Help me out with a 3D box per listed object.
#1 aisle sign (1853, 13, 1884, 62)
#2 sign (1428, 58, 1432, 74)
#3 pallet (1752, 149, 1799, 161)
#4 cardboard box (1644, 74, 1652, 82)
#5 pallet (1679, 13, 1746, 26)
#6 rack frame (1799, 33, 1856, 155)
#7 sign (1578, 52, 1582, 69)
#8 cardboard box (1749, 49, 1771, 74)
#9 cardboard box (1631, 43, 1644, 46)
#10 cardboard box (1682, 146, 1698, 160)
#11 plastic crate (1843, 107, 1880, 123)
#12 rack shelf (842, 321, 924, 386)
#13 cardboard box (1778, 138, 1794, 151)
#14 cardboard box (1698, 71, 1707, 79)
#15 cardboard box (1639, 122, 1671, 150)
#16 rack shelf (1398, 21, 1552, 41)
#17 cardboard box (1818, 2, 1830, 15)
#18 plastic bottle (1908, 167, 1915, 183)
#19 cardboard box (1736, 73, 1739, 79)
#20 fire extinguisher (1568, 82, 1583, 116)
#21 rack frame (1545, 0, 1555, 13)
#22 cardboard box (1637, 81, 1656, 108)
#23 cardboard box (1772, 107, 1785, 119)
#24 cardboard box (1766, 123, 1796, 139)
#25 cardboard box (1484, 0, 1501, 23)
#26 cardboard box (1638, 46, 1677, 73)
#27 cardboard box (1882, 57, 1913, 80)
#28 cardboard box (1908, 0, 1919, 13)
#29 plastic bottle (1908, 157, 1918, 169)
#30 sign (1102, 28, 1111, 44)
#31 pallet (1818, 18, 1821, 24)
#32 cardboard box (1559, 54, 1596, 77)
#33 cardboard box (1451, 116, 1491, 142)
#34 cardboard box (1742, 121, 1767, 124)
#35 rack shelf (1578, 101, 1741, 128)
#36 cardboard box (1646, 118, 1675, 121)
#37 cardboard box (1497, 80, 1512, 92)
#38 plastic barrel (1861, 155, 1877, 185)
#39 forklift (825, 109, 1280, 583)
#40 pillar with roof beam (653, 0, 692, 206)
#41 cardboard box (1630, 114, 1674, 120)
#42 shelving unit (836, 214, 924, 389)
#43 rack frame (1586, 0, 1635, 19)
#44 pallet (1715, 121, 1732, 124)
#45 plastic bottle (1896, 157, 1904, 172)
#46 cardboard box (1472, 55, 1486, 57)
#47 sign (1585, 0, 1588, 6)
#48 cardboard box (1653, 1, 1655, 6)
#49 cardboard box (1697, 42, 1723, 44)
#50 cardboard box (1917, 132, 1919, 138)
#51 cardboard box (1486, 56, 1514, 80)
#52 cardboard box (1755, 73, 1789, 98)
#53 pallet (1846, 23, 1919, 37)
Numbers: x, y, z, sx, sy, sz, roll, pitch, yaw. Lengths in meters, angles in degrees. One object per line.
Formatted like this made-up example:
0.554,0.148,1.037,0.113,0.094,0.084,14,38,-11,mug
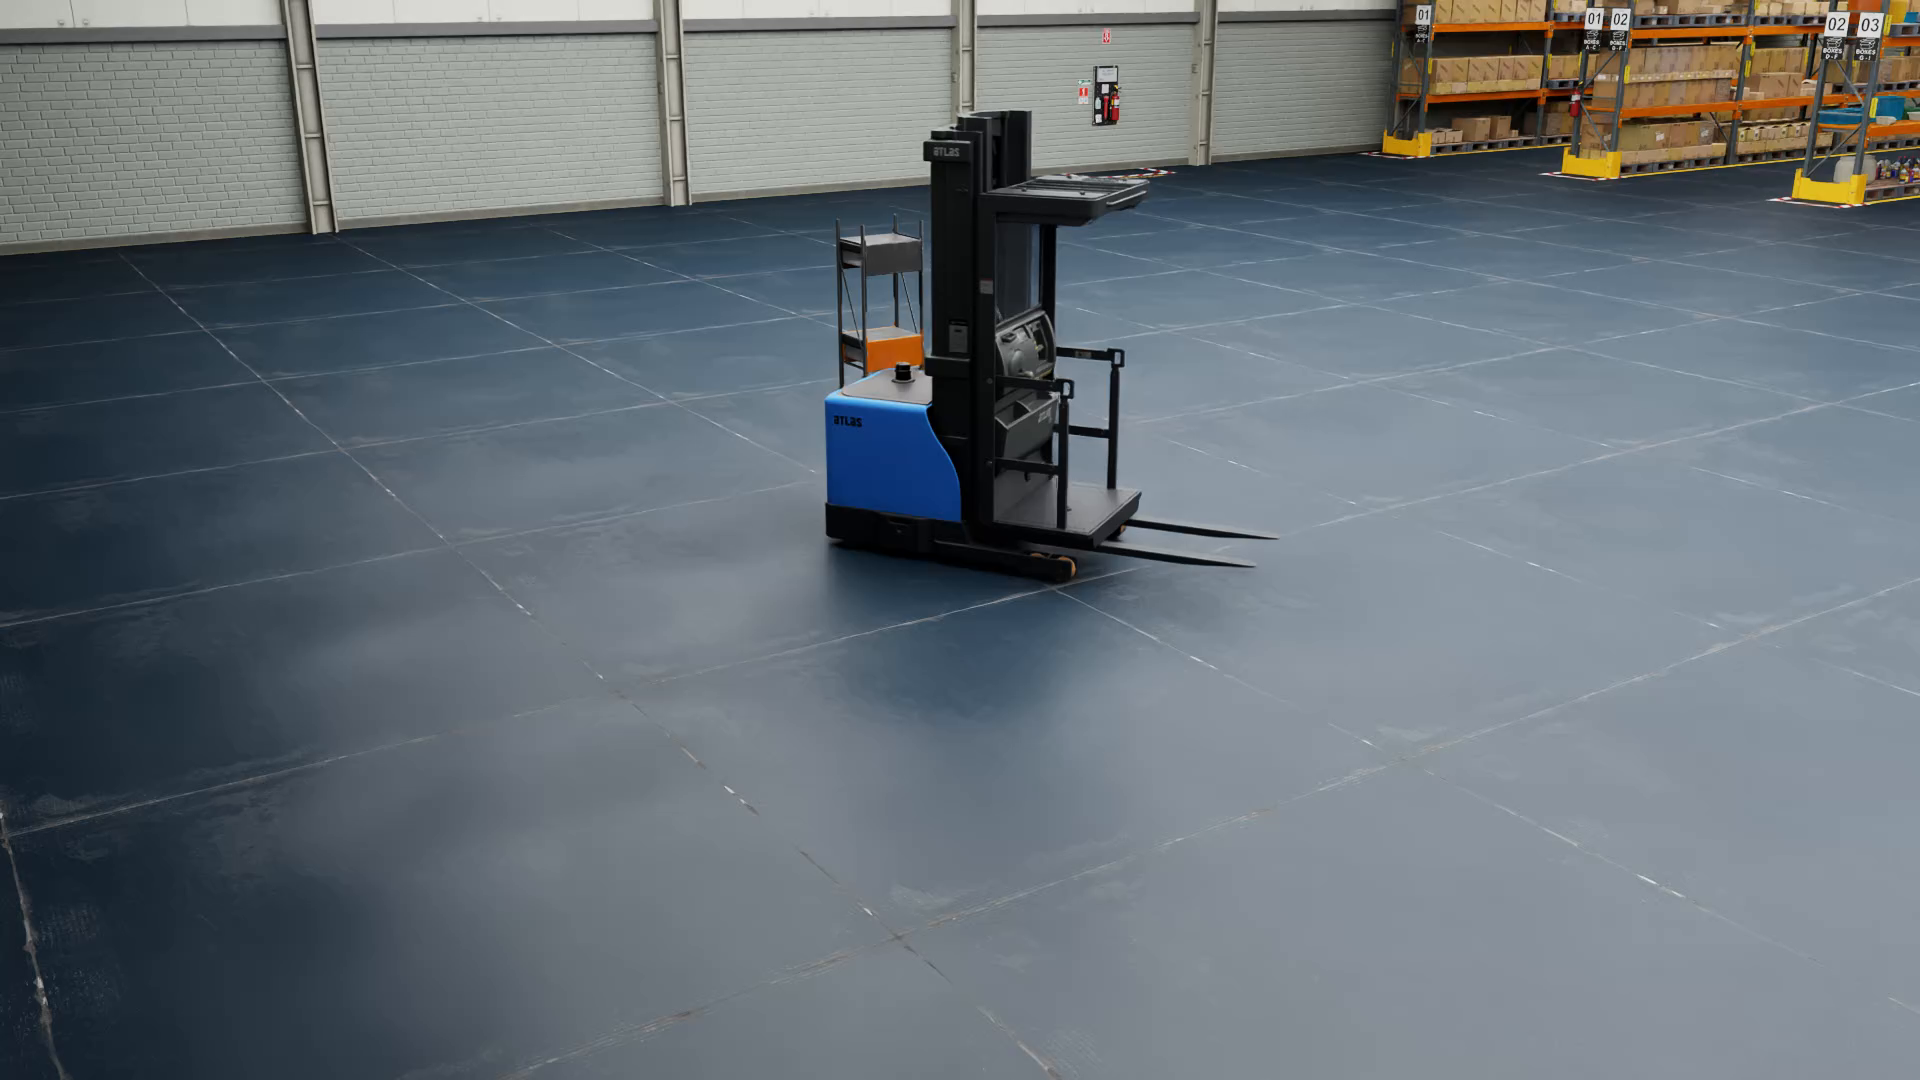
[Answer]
15.537,-8.600,28.441,0.004,0.787,0.394,-12,22,-31,aisle sign
10.286,-10.375,36.398,0.005,0.325,0.100,-12,22,-31,sign
17.670,-8.525,36.633,1.213,0.211,1.003,-12,22,-31,pallet
13.589,-9.242,33.231,0.250,0.149,0.380,-12,22,-31,cardboard box
15.358,-10.712,34.201,1.213,0.211,1.003,-12,22,-31,pallet
19.397,-10.195,37.216,0.127,3.000,1.000,-12,22,-31,rack frame
12.428,-9.594,33.261,0.005,0.325,0.100,-12,22,-31,sign
20.472,-12.457,43.439,0.700,0.700,0.980,-12,22,-31,cardboard box
16.905,-12.221,41.388,0.500,0.250,0.500,-11,22,-30,cardboard box
14.956,-8.069,34.566,0.500,0.250,0.500,-12,22,-31,cardboard box
16.235,-7.670,29.982,0.408,0.251,0.499,-12,22,-31,plastic crate
-0.585,-1.317,12.404,0.480,0.518,0.431,-12,22,-31,rack shelf
17.813,-8.662,36.321,0.500,0.250,0.500,-11,22,-30,cardboard box
15.096,-9.561,34.172,0.250,0.149,0.380,-12,22,-32,cardboard box
14.112,-8.252,33.937,0.500,0.500,0.500,-12,22,-31,cardboard box
11.658,-11.542,37.642,4.000,0.370,1.077,-12,22,-31,rack shelf
18.621,-11.551,36.124,0.500,0.250,0.500,-11,22,-30,cardboard box
17.321,-6.652,30.293,0.133,0.283,0.061,-11,22,-31,plastic bottle
19.883,-11.979,42.854,0.250,0.149,0.380,-12,22,-31,cardboard box
12.361,-8.852,33.366,0.183,0.674,0.296,-12,22,-31,fire extinguisher
13.328,-13.656,38.089,0.127,3.000,1.000,-12,22,-31,rack frame
13.548,-9.005,33.543,0.500,0.500,0.700,-11,22,-30,cardboard box
21.542,-11.520,44.384,0.500,0.500,0.700,-11,22,-30,cardboard box
17.821,-8.929,36.236,0.500,0.311,0.500,-11,22,-30,cardboard box
11.740,-11.857,37.263,0.500,0.500,0.500,-10,21,-28,cardboard box
14.013,-9.719,33.627,0.500,0.500,0.700,-12,22,-31,cardboard box
21.679,-10.984,38.739,0.500,0.500,0.700,-8,20,-23,cardboard box
21.730,-12.421,38.150,0.600,0.600,0.600,-12,22,-32,cardboard box
17.954,-7.048,31.359,0.185,0.351,0.144,-12,22,-31,plastic bottle
2.939,-10.106,33.334,0.199,0.298,0.001,-12,22,-31,sign
18.879,-11.383,36.342,1.003,0.211,1.213,-11,21,-29,pallet
14.776,-11.372,39.854,0.500,0.500,0.700,-9,21,-24,cardboard box
11.731,-9.448,38.224,0.500,0.500,0.700,-14,23,-35,cardboard box
17.507,-9.068,36.646,0.500,0.311,0.500,-12,22,-32,cardboard box
14.385,-8.797,34.205,4.000,0.370,1.077,-12,22,-31,rack shelf
14.661,-8.568,34.870,0.500,0.500,0.500,-12,22,-31,cardboard box
12.267,-10.410,38.056,0.500,0.250,0.500,-12,22,-32,cardboard box
16.363,-6.705,30.123,0.421,0.512,0.421,0,19,0,plastic barrel
0.623,-1.303,11.022,3.031,2.935,1.130,8,20,23,forklift
-2.569,-8.984,24.269,0.400,9.000,9.100,-12,22,-31,pillar with roof beam
17.355,-10.794,41.690,0.750,0.750,0.750,-12,22,-32,cardboard box
-0.585,-1.330,12.399,0.503,2.100,0.431,-12,22,-31,shelving unit
12.715,-11.627,32.087,0.127,3.000,1.000,-12,22,-31,rack frame
19.407,-10.746,43.203,1.213,0.211,1.003,-12,22,-31,pallet
17.717,-7.054,31.374,0.185,0.351,0.144,-13,23,-34,plastic bottle
11.968,-10.905,38.349,0.500,0.500,0.500,-11,22,-30,cardboard box
12.428,-10.736,32.875,0.005,0.325,0.100,-12,22,-31,sign
13.532,-10.674,33.311,0.500,0.250,0.500,-12,22,-31,cardboard box
18.902,-12.448,42.060,0.500,0.250,0.500,-11,22,-30,cardboard box
22.483,-9.760,39.146,0.500,0.500,0.500,-12,22,-32,cardboard box
12.263,-10.767,37.941,0.500,0.500,0.500,-13,22,-33,cardboard box
17.565,-9.849,36.039,0.500,0.500,0.500,-12,22,-31,cardboard box
16.181,-8.911,29.031,1.213,0.211,1.003,-12,22,-31,pallet
